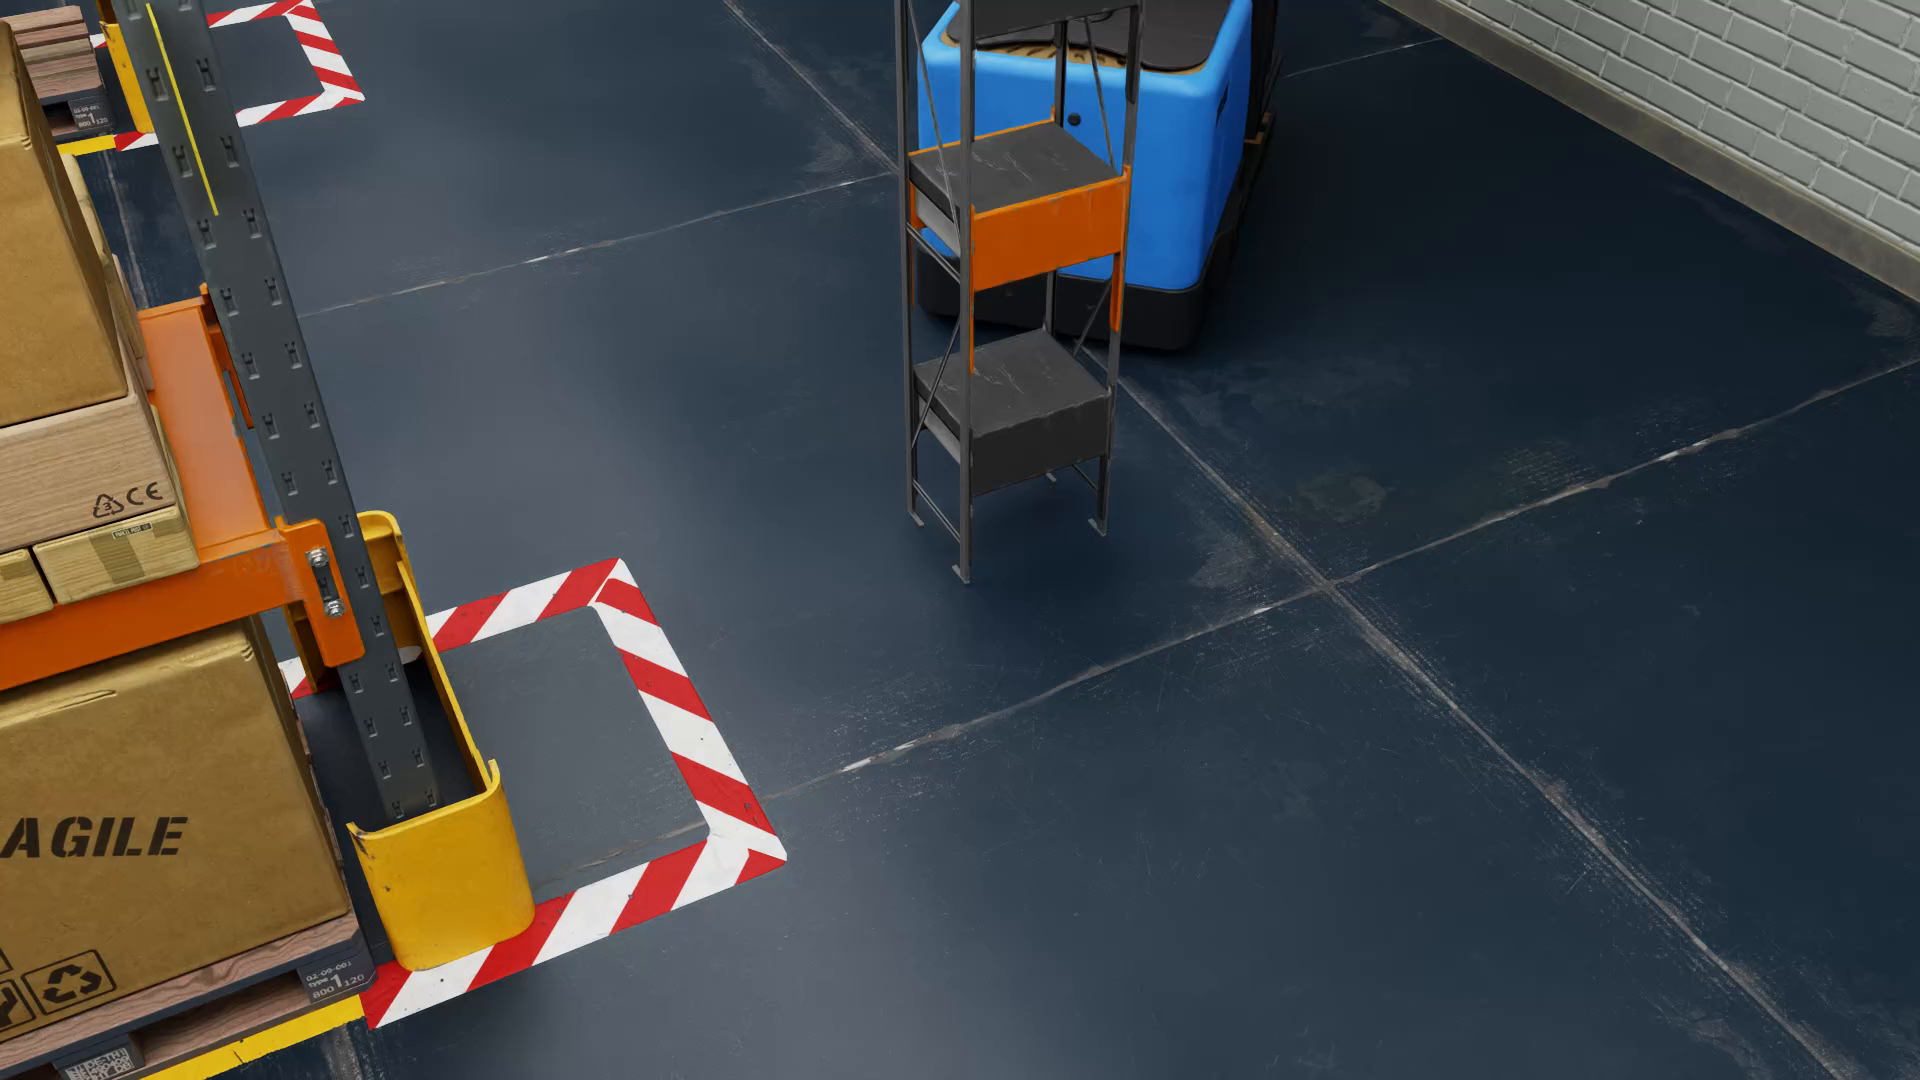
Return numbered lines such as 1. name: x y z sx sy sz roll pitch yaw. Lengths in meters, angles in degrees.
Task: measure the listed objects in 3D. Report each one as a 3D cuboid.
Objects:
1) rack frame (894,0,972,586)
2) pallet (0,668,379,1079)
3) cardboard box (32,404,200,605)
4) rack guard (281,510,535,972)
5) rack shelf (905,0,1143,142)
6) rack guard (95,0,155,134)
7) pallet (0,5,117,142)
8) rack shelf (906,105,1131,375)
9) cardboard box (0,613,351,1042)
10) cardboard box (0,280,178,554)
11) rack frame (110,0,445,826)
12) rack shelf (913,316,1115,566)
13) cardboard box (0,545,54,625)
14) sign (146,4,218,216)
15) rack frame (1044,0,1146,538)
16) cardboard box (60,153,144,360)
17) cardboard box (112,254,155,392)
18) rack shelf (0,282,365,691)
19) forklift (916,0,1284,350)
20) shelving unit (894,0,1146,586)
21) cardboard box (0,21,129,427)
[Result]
1. rack frame: -0.070 -0.778 4.544 0.015 2.100 0.400 -19 44 -21
2. pallet: -2.152 0.882 4.045 1.213 0.211 1.003 -19 44 -21
3. cardboard box: -1.643 -0.075 3.211 0.250 0.149 0.380 -18 43 -20
4. rack guard: -1.458 0.481 4.295 0.348 0.500 1.175 -19 44 -21
5. rack shelf: 0.147 -1.375 4.187 0.480 0.518 0.431 -19 44 -21
6. rack guard: -3.752 -2.365 7.656 0.348 0.500 1.175 -19 44 -21
7. pallet: -4.517 -2.016 7.468 1.213 0.211 1.003 -19 44 -21
8. rack shelf: 0.147 -0.840 4.639 0.480 0.518 0.431 -19 44 -21
9. cardboard box: -2.010 0.422 3.750 0.875 0.875 0.875 -19 44 -21
10. cardboard box: -1.786 -0.225 3.081 0.500 0.250 0.500 -19 44 -21
11. rack frame: -1.479 -0.466 3.479 0.127 3.000 1.000 -19 44 -21
12. rack shelf: 0.147 -0.306 5.091 0.480 0.518 0.431 -19 44 -21
13. cardboard box: -1.873 0.004 3.119 0.250 0.149 0.380 -18 44 -20
14. sign: -1.241 -0.683 2.656 0.005 0.325 0.100 -19 44 -21
15. rack frame: 0.363 -0.924 4.716 0.015 2.100 0.400 -19 44 -21
16. cardboard box: -2.030 -0.534 3.445 0.500 0.250 0.500 -20 44 -22
17. cardboard box: -1.947 -0.453 3.658 0.250 0.149 0.380 -18 43 -20
18. rack shelf: -3.253 0.406 3.006 4.000 0.370 1.077 -19 44 -21
19. forklift: 0.746 -2.760 6.242 1.130 2.935 3.031 11 41 12
20. shelving unit: 0.147 -0.851 4.630 0.503 2.100 0.431 -19 44 -21
21. cardboard box: -1.790 -0.512 2.839 0.500 0.500 0.500 -18 43 -20
